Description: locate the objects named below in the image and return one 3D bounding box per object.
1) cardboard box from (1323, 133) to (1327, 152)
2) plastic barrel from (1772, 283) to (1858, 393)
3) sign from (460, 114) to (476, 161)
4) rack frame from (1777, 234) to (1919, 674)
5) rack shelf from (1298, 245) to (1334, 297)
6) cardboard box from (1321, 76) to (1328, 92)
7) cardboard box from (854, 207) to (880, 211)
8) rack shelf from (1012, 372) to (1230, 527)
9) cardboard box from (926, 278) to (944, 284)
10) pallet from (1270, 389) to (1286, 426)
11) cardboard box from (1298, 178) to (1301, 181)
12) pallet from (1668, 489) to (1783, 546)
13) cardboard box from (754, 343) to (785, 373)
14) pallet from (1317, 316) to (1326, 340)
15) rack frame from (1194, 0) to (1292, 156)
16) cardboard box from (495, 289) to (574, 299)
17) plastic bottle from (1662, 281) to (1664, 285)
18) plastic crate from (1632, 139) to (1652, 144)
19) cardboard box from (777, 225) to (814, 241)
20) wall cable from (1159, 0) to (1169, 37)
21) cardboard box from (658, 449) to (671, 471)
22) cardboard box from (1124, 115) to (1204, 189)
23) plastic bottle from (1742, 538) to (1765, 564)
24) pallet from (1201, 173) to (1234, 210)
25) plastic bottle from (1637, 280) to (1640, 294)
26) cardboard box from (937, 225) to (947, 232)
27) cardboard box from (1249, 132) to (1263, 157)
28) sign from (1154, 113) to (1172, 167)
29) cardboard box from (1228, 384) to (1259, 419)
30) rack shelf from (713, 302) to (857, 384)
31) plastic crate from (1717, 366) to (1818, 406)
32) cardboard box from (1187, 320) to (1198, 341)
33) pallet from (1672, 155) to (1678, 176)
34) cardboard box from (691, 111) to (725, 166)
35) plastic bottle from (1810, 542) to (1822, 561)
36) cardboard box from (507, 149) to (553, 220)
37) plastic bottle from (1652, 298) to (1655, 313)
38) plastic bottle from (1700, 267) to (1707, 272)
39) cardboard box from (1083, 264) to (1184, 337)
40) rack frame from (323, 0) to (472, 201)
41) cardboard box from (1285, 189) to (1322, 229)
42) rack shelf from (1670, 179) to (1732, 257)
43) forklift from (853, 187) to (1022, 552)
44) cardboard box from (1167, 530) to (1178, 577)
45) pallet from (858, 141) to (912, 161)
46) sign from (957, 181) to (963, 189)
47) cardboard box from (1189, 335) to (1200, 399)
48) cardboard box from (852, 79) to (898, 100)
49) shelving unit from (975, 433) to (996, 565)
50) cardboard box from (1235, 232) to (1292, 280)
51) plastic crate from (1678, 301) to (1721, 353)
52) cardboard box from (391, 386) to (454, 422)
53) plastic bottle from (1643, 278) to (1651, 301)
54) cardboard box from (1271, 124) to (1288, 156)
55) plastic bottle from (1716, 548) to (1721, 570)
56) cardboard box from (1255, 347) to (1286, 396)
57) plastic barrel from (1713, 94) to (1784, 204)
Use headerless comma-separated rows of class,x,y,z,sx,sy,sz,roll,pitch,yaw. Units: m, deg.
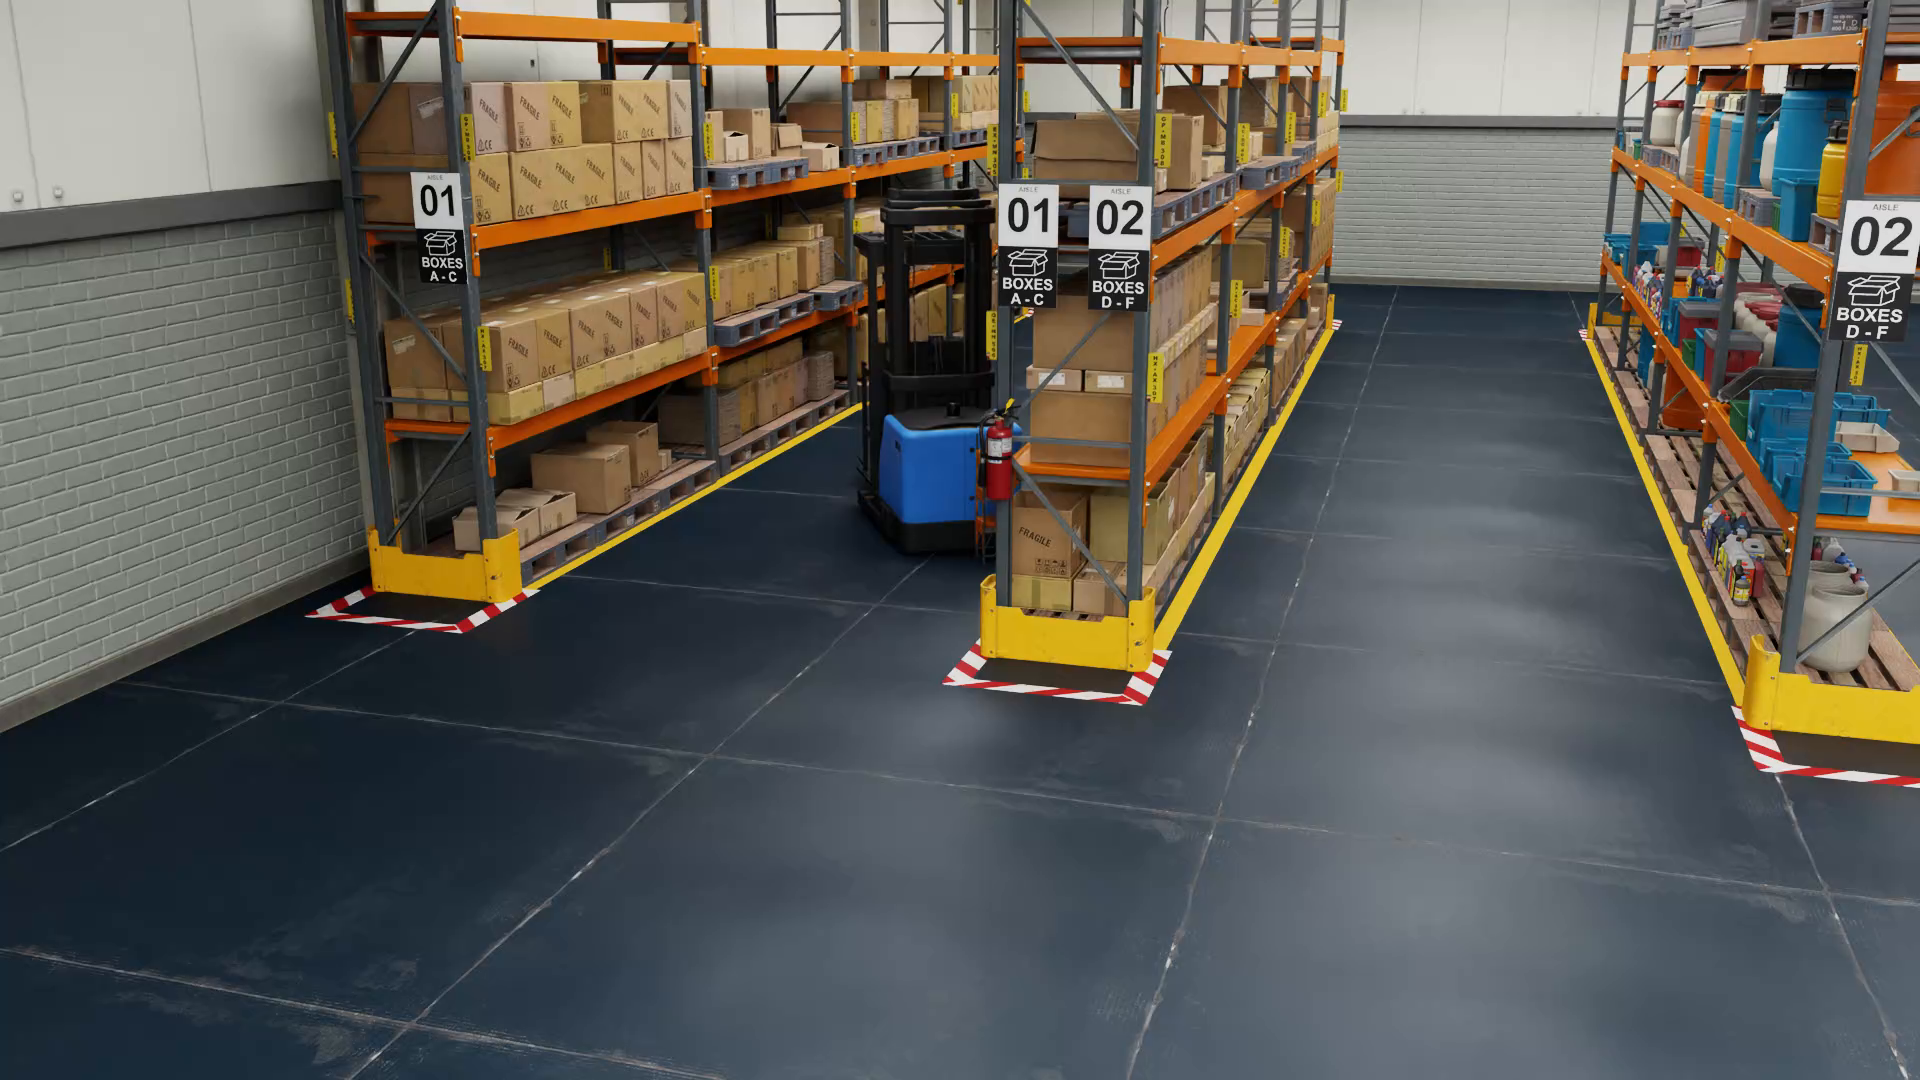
cardboard box,4.816,-5.525,23.091,0.500,0.250,0.500,5,16,16
plastic barrel,7.026,-1.626,13.646,0.600,0.901,0.708,5,16,16
sign,-3.490,-2.851,11.783,0.100,0.325,0.005,5,16,16
rack frame,5.489,-0.261,9.752,1.000,3.000,0.127,5,16,16
rack shelf,4.719,-3.962,24.121,1.077,0.370,4.000,5,16,16
cardboard box,4.895,-6.405,23.901,0.700,0.500,0.500,5,16,16
cardboard box,-1.070,-4.054,20.986,0.500,0.250,0.500,5,17,16
rack shelf,1.309,-0.823,13.052,1.077,0.370,4.000,5,16,16
cardboard box,-0.298,-3.852,25.036,0.380,0.149,0.250,4,16,14
pallet,3.263,-1.590,19.547,1.003,0.211,1.213,5,16,16
cardboard box,4.909,-5.265,25.380,0.500,0.500,0.500,5,17,18
pallet,6.811,-0.174,14.557,1.003,0.211,1.213,5,16,16
cardboard box,-2.254,-2.020,18.355,0.500,0.250,0.500,5,16,16
pallet,5.040,-3.262,25.442,1.003,0.211,1.213,5,16,16
rack frame,3.014,-5.625,17.670,1.000,3.000,0.127,5,16,16
cardboard box,-3.641,-1.865,14.273,0.500,0.500,0.500,5,17,17
plastic bottle,8.097,-2.853,19.128,0.097,0.271,0.097,0,16,0
plastic crate,8.852,-5.026,21.361,0.416,0.233,0.300,5,16,16
cardboard box,-1.883,-3.516,19.050,0.380,0.149,0.250,2,16,7
wall cable,5.081,-10.279,30.514,3.097,2.526,0.112,5,16,16
cardboard box,-2.996,-0.782,15.975,0.380,0.166,0.250,2,16,9
cardboard box,1.475,-2.820,12.067,0.500,0.500,0.500,5,16,16
plastic bottle,5.973,0.136,12.538,0.152,0.276,0.135,5,16,16
pallet,1.660,-2.868,13.608,1.003,0.211,1.213,5,16,16
plastic bottle,8.211,-3.064,19.998,0.097,0.201,0.097,0,16,0
cardboard box,-0.489,-4.229,22.977,0.500,0.500,0.500,4,16,15
cardboard box,2.939,-4.189,17.608,0.500,0.250,0.500,3,16,12
sign,1.271,-2.503,10.413,0.100,0.325,0.005,5,16,16
cardboard box,2.814,-1.463,17.233,0.500,0.311,0.500,5,16,16
rack shelf,-2.305,-2.253,18.093,1.077,0.370,4.000,5,16,16
plastic crate,6.355,-1.150,13.001,0.767,0.338,0.504,5,16,16
cardboard box,1.715,-1.699,13.449,0.380,0.149,0.250,5,16,16
pallet,8.073,-3.898,17.426,1.003,0.211,1.213,5,16,16
cardboard box,-2.641,-3.906,16.152,0.500,0.500,0.500,7,17,24
plastic bottle,6.420,0.148,12.484,0.061,0.283,0.133,5,16,16
cardboard box,-3.488,-2.736,12.760,0.500,0.500,0.500,6,17,20
plastic bottle,7.722,-2.614,18.411,0.097,0.201,0.097,0,16,0
plastic bottle,9.097,-3.212,20.385,0.152,0.276,0.135,5,16,16
cardboard box,1.330,-1.854,12.808,0.700,0.500,0.500,5,16,16
rack frame,-4.010,-3.915,11.642,1.000,3.000,0.127,5,16,16
cardboard box,4.701,-4.551,22.861,0.500,0.500,0.500,4,16,14
rack shelf,7.194,-2.927,14.975,1.077,0.370,4.000,5,16,16
forklift,-0.322,-1.670,14.845,1.130,2.935,3.031,-4,16,-13
cardboard box,1.387,0.090,12.784,0.500,0.250,0.500,5,16,16
pallet,-1.289,-4.940,21.096,1.003,0.211,1.213,5,17,18
sign,0.007,-5.714,27.247,0.100,0.325,0.005,5,16,16
cardboard box,1.614,-1.485,13.886,0.700,0.500,0.500,4,16,15
cardboard box,-1.118,-5.866,21.654,0.500,0.250,0.500,4,16,14
shelving unit,0.257,-0.341,13.607,0.215,1.050,0.252,-4,16,-13
cardboard box,3.528,-3.387,19.820,0.700,0.500,0.500,8,18,26
plastic crate,7.010,-1.985,15.715,0.402,0.464,0.583,5,16,16
cardboard box,-4.063,-1.104,12.962,0.500,0.250,0.500,5,17,17
plastic bottle,8.014,-2.916,19.347,0.097,0.271,0.097,0,16,0
cardboard box,3.251,-4.480,18.947,0.910,0.500,0.500,5,16,16
plastic bottle,5.842,0.128,12.703,0.097,0.201,0.097,0,16,0
cardboard box,3.561,-1.982,19.596,0.500,0.500,0.500,4,16,14
plastic barrel,6.748,-3.312,14.095,0.600,0.901,0.600,0,16,0
